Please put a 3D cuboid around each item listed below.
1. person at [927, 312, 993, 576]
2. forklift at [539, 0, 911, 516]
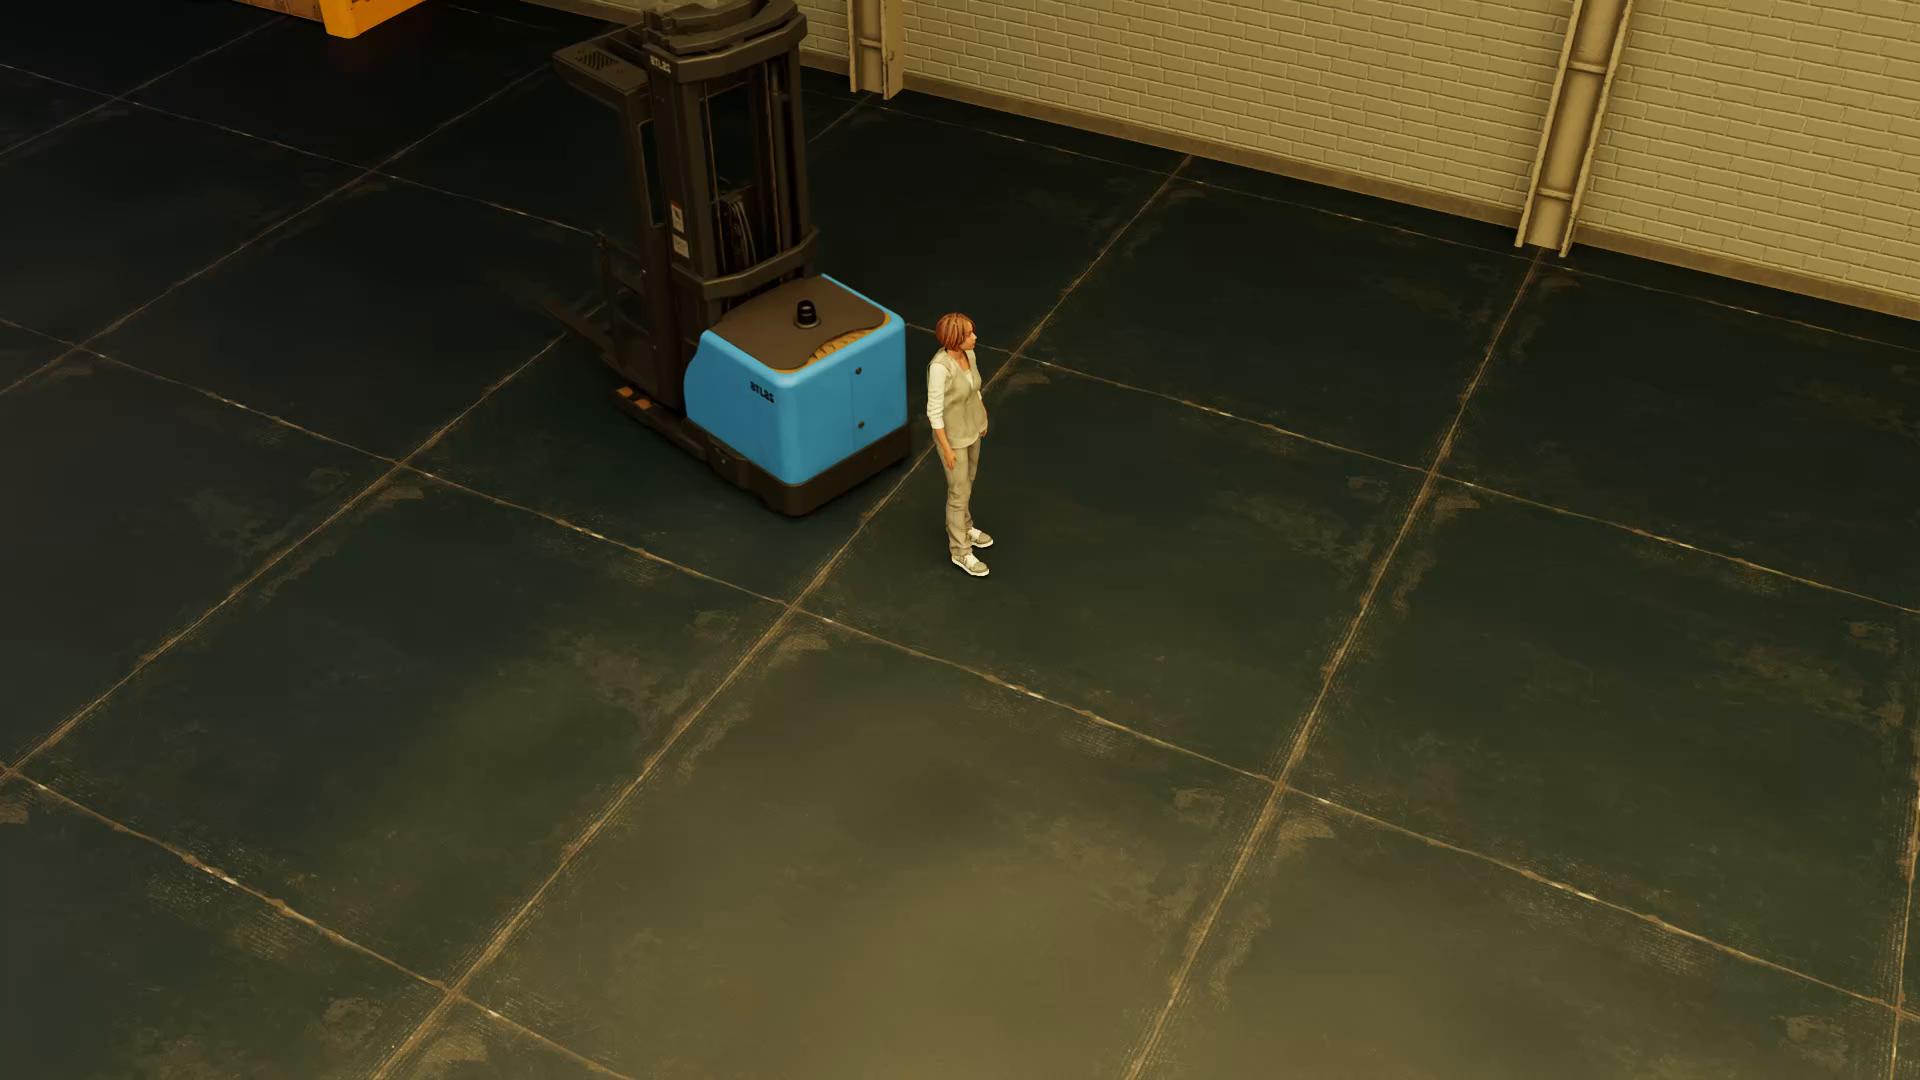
[{"bbox_3d":[0.008,-0.598,9.732,0.359,1.583,0.519,18,43,21],"label":"person"},{"bbox_3d":[-1.718,-2.115,10.498,1.130,2.935,3.031,-33,50,-33],"label":"forklift"}]
